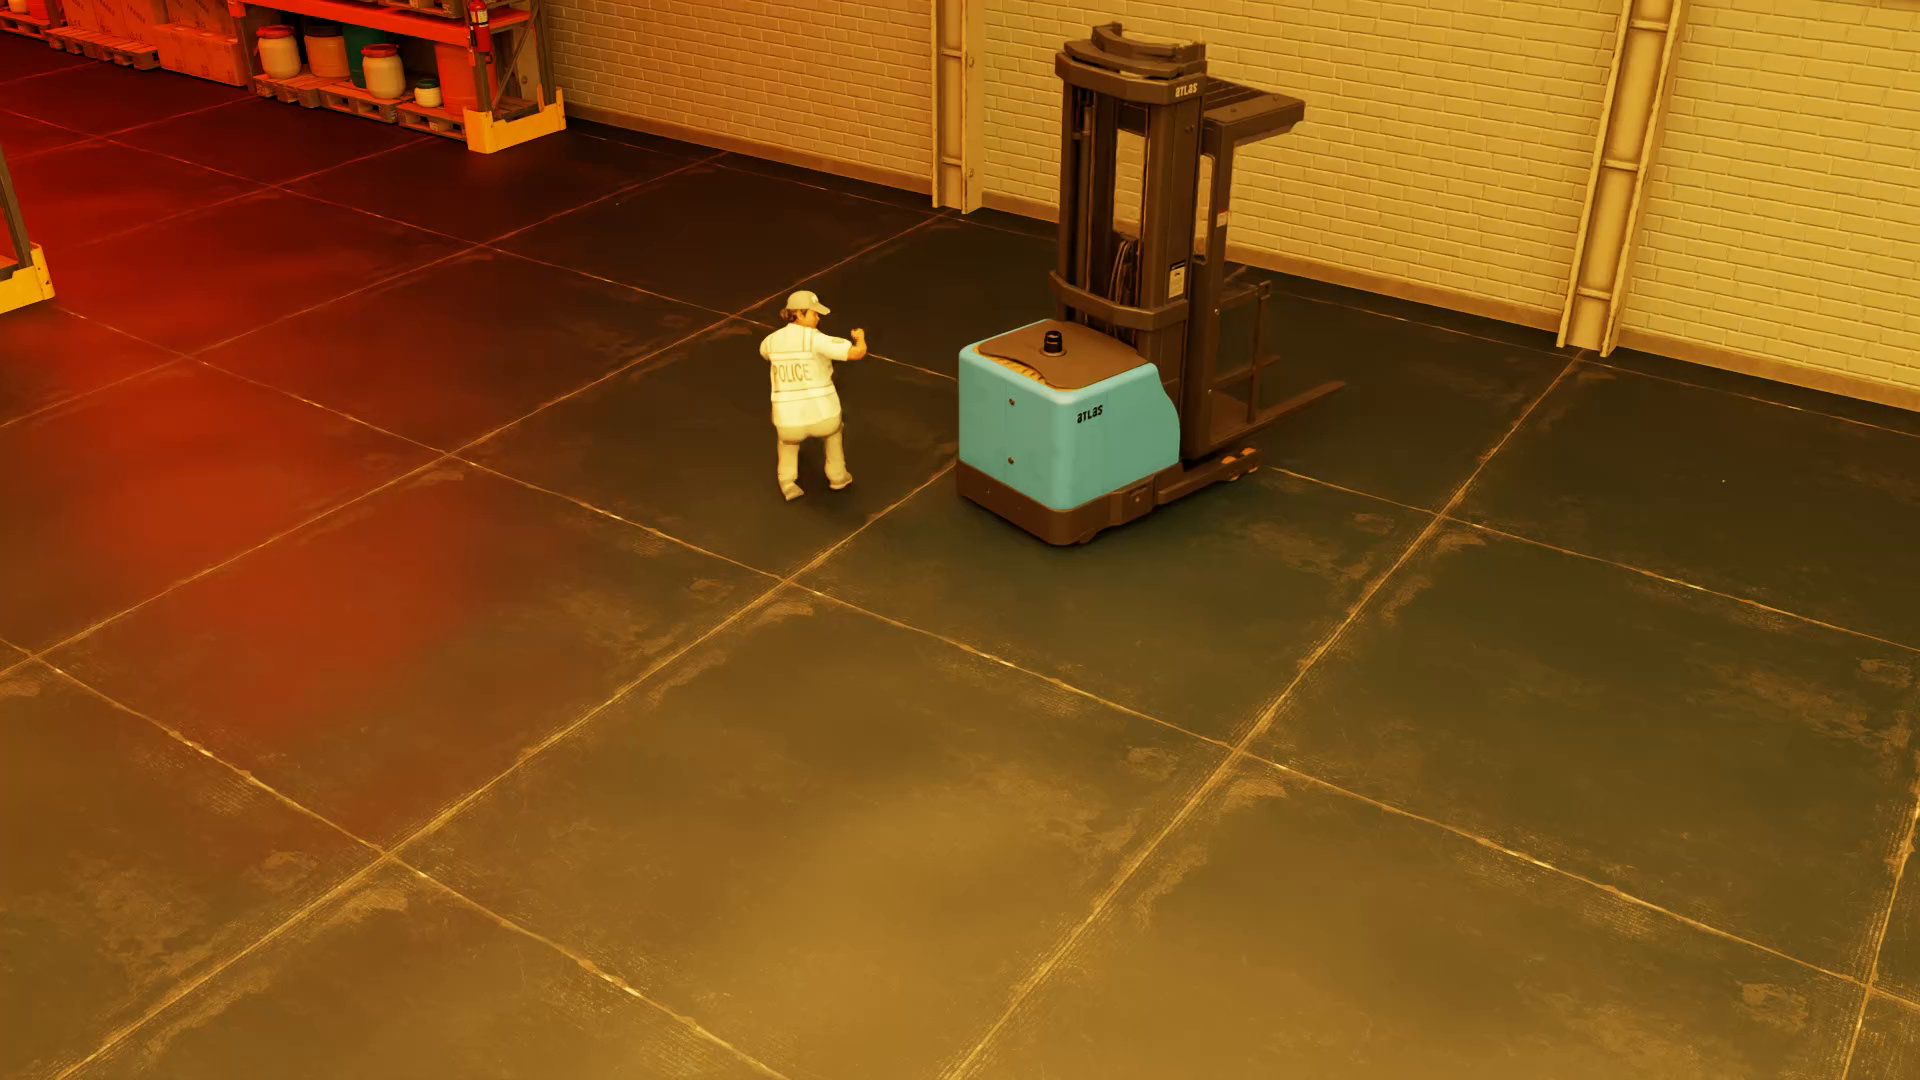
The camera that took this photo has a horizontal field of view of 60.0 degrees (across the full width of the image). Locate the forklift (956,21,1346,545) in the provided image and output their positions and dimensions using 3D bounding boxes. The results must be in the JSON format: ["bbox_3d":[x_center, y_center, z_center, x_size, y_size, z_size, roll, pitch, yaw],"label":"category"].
[{"bbox_3d":[1.425,-1.842,10.754,3.031,2.935,1.130,-23,37,-34],"label":"forklift"}]

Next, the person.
[{"bbox_3d":[-0.940,-0.962,10.791,0.730,1.399,0.950,2,30,4],"label":"person"}]
